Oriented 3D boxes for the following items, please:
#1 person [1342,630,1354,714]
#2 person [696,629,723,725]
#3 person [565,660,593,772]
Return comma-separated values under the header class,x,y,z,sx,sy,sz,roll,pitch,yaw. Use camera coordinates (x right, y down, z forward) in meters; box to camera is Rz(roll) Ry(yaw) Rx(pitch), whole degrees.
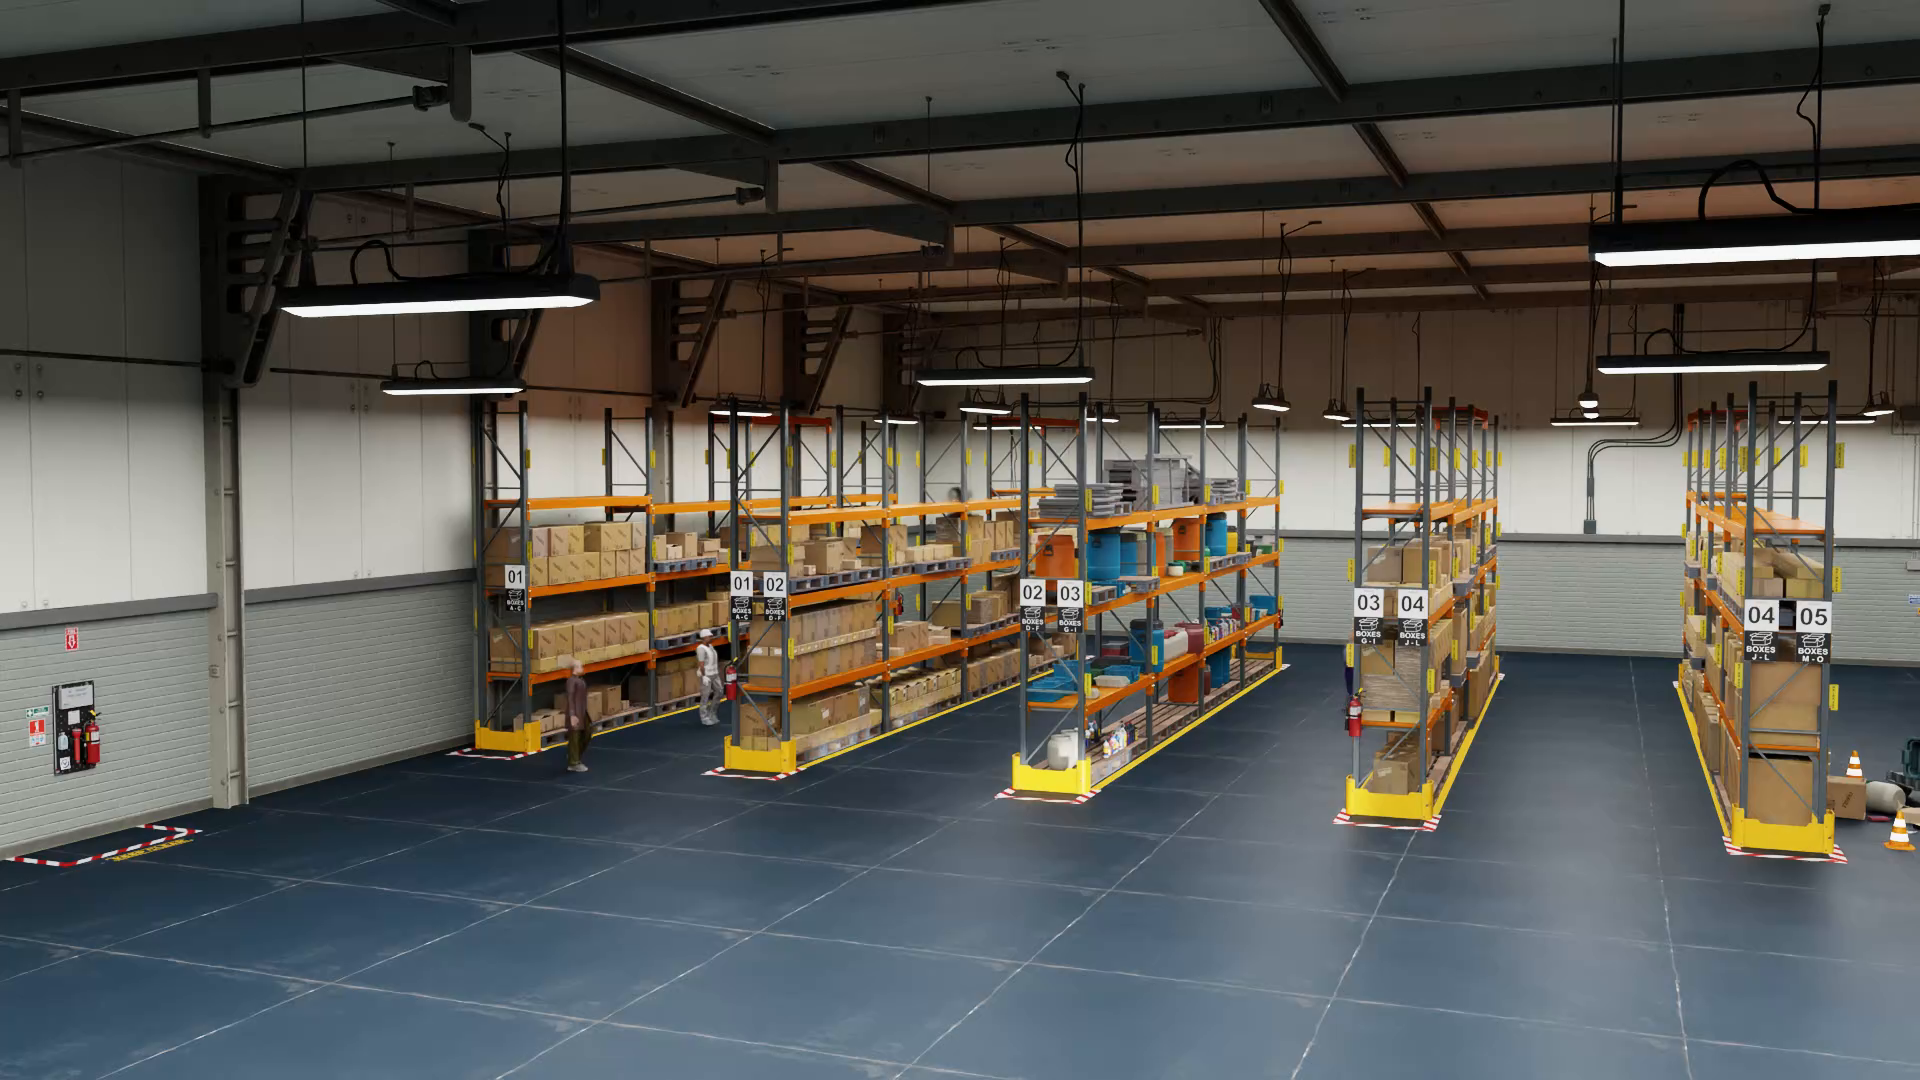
class,x,y,z,sx,sy,sz,roll,pitch,yaw
person,7.714,2.586,32.977,0.560,1.651,0.502,-1,3,-21
person,-4.768,2.596,31.430,0.439,1.830,0.584,1,3,28
person,-6.183,2.826,26.748,0.488,1.806,0.668,0,3,6
